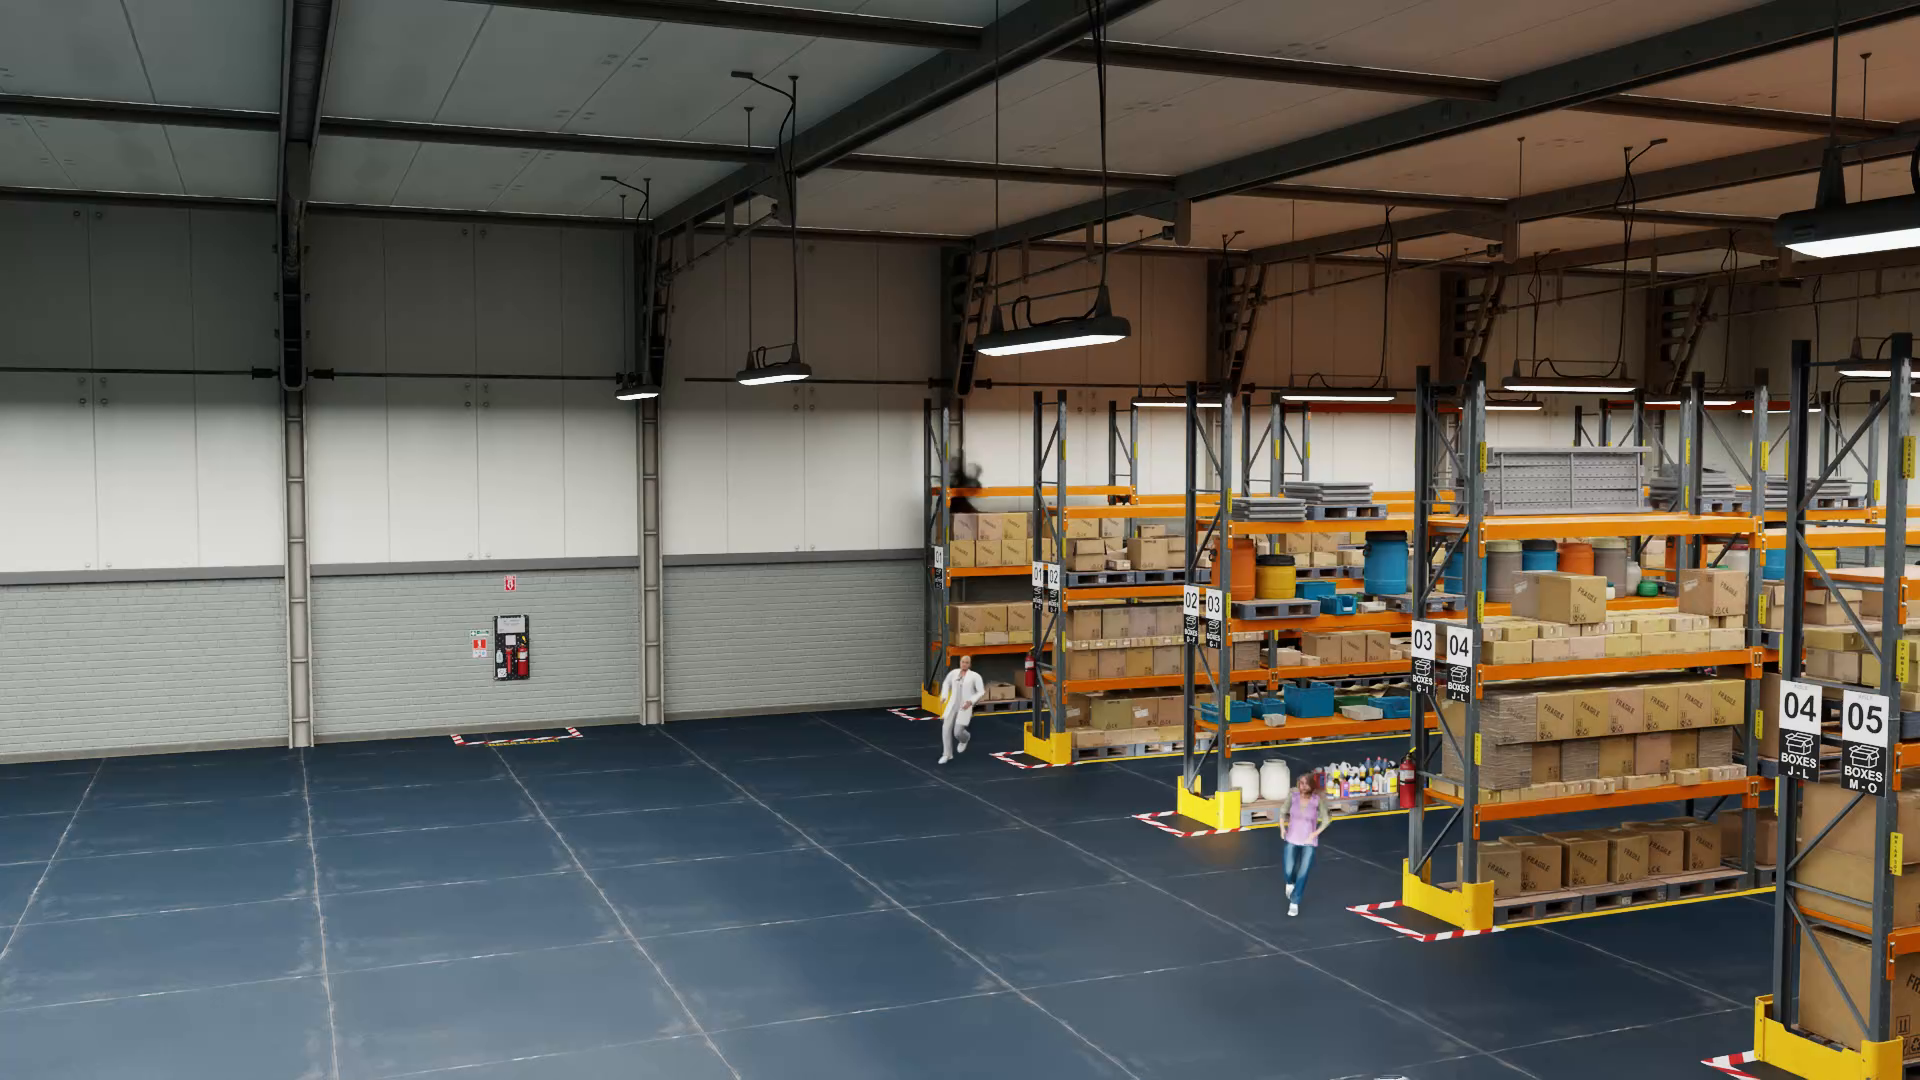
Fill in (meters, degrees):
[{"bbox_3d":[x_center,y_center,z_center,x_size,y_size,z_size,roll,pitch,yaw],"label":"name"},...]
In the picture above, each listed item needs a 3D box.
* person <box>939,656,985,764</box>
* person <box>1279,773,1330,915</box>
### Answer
[{"bbox_3d":[0.041,2.733,26.975,0.756,1.739,0.776,1,4,24],"label":"person"},{"bbox_3d":[3.749,3.322,18.246,0.528,1.555,0.465,1,4,19],"label":"person"}]
